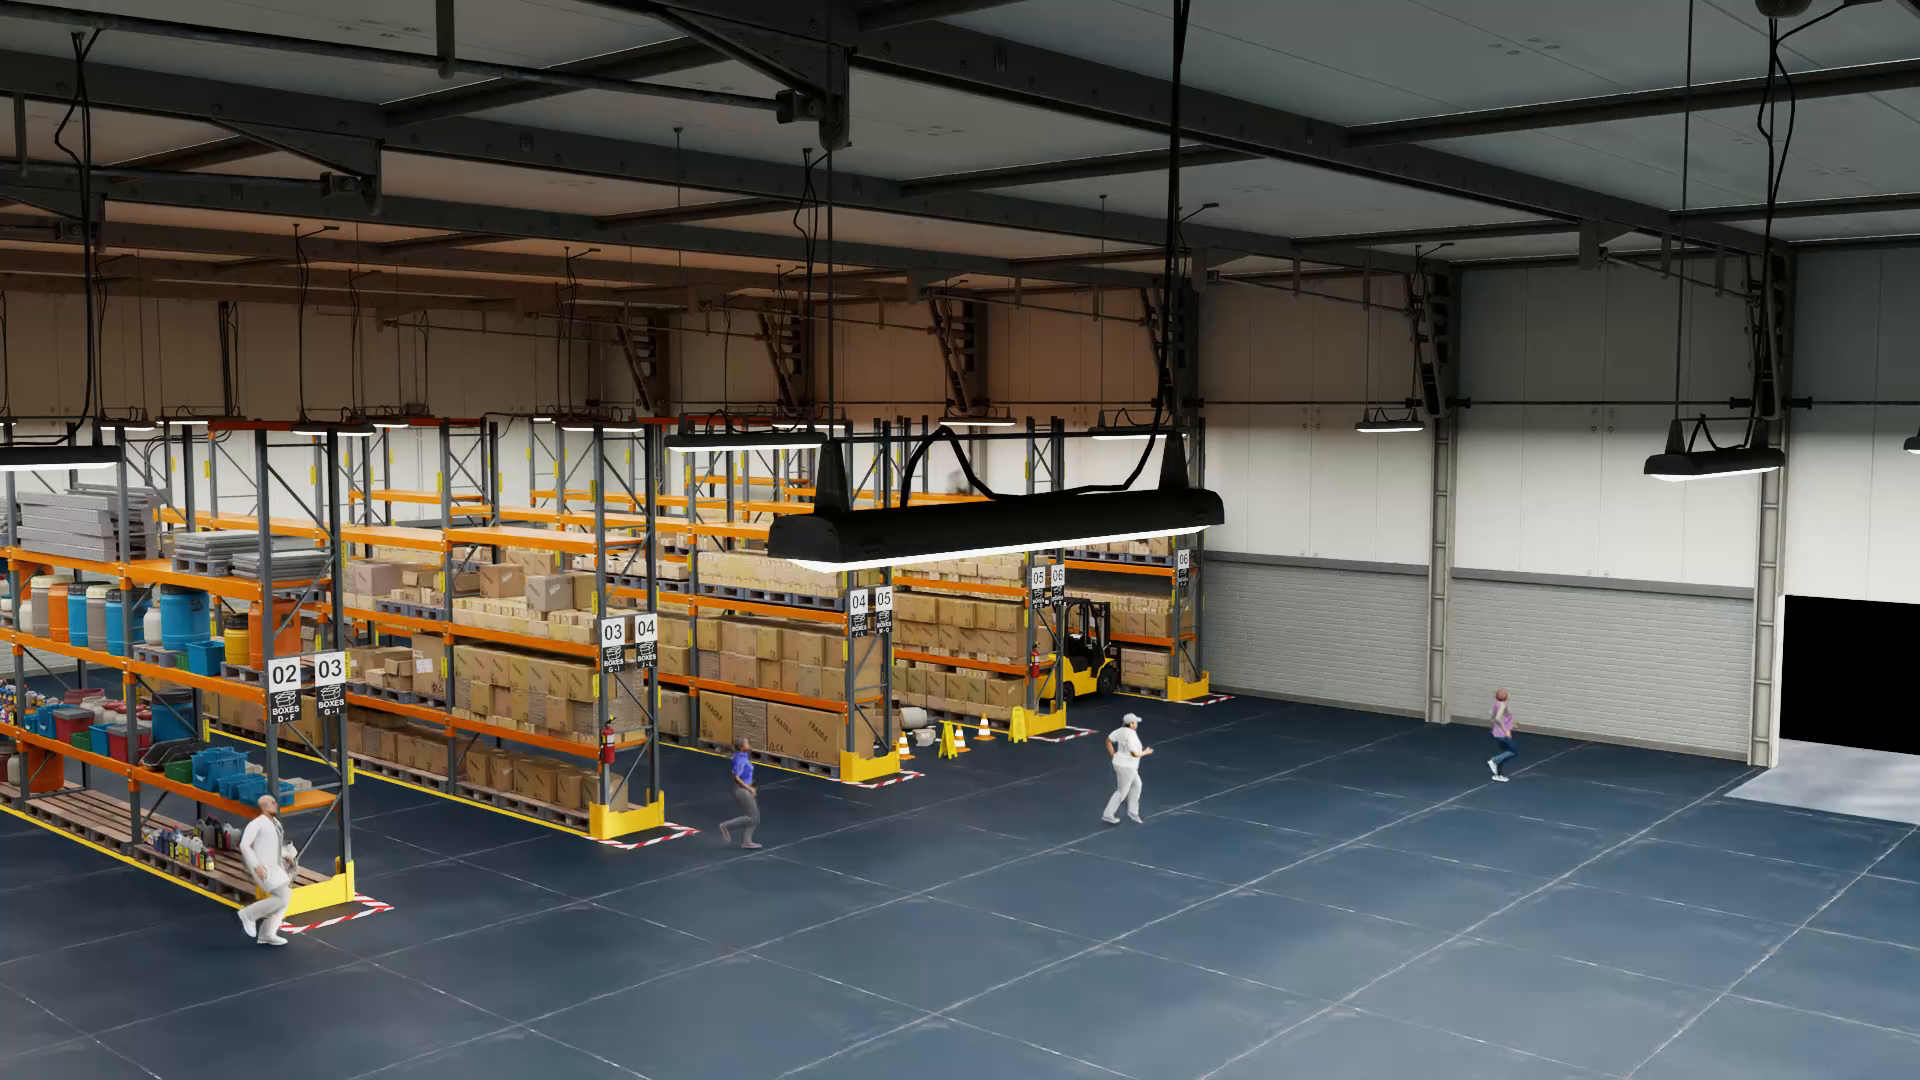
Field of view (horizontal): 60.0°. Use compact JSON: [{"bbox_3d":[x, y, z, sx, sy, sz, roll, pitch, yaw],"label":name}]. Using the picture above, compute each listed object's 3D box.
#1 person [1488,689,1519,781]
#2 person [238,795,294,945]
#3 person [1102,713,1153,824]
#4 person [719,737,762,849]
[{"bbox_3d":[9.075,3.256,27.767,0.539,1.558,0.542,0,5,1],"label":"person"},{"bbox_3d":[-8.122,3.855,19.555,0.580,1.697,0.738,0,5,-2],"label":"person"},{"bbox_3d":[2.490,3.450,24.899,0.800,1.702,0.551,-1,5,-13],"label":"person"},{"bbox_3d":[-3.116,3.579,23.512,0.601,1.614,0.579,-1,5,-13],"label":"person"}]
